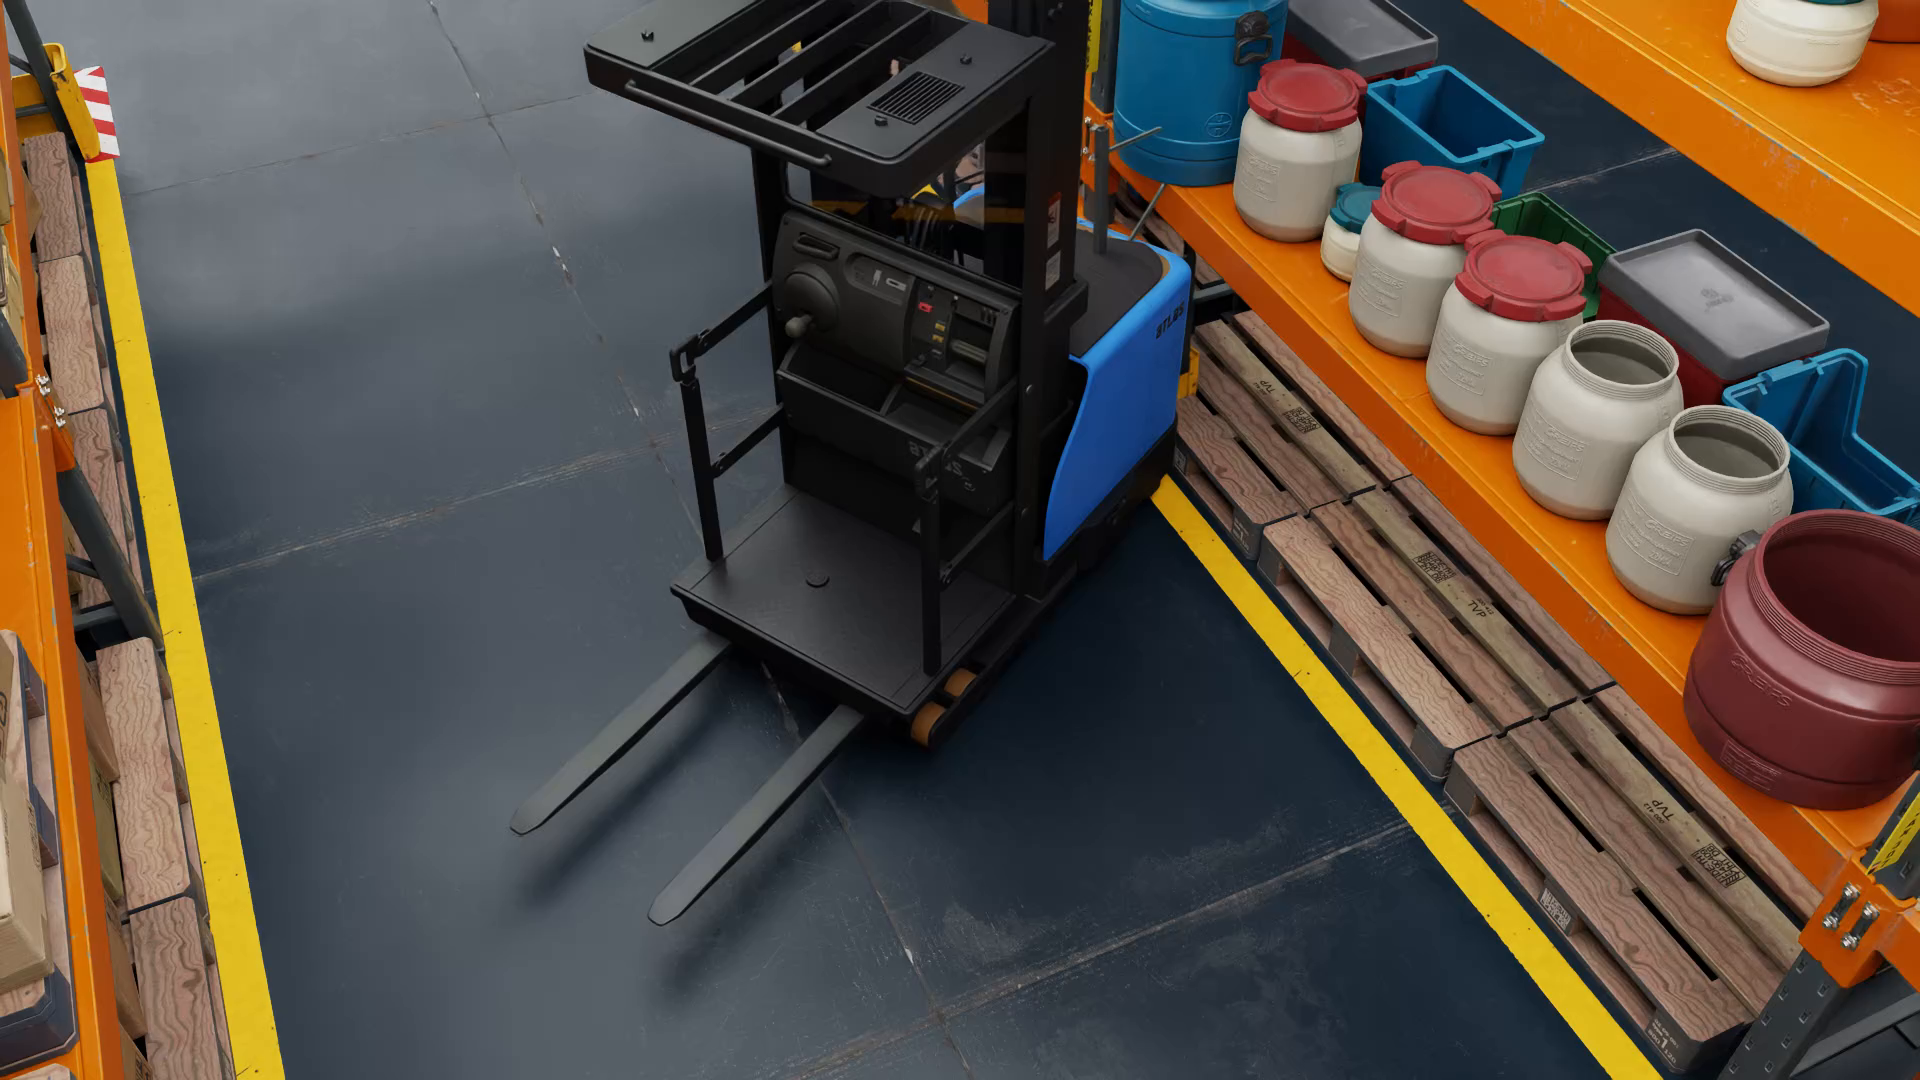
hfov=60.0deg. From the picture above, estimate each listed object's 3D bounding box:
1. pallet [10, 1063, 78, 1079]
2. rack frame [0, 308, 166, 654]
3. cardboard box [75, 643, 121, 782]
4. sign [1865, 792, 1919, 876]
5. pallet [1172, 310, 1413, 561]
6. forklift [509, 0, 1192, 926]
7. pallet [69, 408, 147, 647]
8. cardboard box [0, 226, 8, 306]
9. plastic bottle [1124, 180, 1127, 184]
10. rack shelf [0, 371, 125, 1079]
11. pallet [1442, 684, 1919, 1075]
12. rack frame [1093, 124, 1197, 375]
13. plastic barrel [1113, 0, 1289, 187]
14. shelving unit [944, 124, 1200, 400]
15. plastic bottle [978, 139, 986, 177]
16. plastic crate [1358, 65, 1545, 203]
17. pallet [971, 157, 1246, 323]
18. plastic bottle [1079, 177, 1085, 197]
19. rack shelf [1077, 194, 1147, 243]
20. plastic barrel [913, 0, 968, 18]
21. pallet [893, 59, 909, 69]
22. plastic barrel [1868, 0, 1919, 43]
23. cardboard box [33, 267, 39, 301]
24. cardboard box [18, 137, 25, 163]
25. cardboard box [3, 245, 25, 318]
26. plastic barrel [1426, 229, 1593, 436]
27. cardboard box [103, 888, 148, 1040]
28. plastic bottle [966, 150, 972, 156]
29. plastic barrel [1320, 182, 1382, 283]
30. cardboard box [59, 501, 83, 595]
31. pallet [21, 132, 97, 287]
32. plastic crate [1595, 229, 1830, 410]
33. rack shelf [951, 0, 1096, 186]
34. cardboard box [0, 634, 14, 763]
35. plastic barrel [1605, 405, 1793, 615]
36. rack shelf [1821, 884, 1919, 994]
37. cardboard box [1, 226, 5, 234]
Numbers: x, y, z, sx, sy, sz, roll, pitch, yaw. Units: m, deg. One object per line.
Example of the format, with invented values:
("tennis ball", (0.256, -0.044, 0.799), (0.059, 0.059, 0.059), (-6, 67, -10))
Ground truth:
("pallet", (-2.212, 1.661, 3.067), (1.213, 0.211, 1.003), (-18, 47, -17))
("rack frame", (-3.497, -0.533, 5.155), (1.000, 3.000, 0.127), (-18, 47, -17))
("cardboard box", (-3.259, 0.597, 5.475), (0.700, 0.500, 0.500), (-22, 49, -20))
("sign", (2.182, 0.662, 3.827), (0.100, 0.325, 0.005), (-18, 47, -17))
("pallet", (1.362, -0.514, 7.121), (1.003, 0.211, 1.213), (-18, 47, -17))
("forklift", (-0.353, -0.683, 5.355), (1.130, 2.935, 3.031), (26, 50, 24))
("pallet", (-3.812, 0.042, 6.557), (1.003, 0.211, 1.213), (-18, 47, -17))
("cardboard box", (-3.631, -0.980, 5.324), (0.875, 0.500, 0.500), (-18, 47, -17))
("plastic bottle", (0.863, -1.875, 8.144), (0.097, 0.271, 0.097), (0, 45, 0))
("rack shelf", (-2.657, 0.997, 4.116), (1.077, 0.370, 4.000), (-18, 47, -17))
("pallet", (2.388, 1.040, 5.545), (1.003, 0.211, 1.213), (-18, 47, -17))
("rack frame", (0.726, -1.031, 6.525), (0.500, 1.500, 0.032), (-27, 50, -22))
("plastic barrel", (0.884, -1.839, 6.121), (0.600, 0.901, 0.708), (-18, 47, -17))
("shelving unit", (0.442, -1.311, 6.825), (0.587, 1.500, 1.083), (-27, 50, -22))
("plastic bottle", (0.183, -1.941, 8.208), (0.152, 0.276, 0.135), (-17, 47, -17))
("plastic crate", (1.742, -1.379, 6.024), (0.392, 0.384, 0.575), (-18, 47, -17))
("pallet", (0.752, -1.444, 8.063), (1.003, 0.211, 1.213), (-18, 47, -17))
("plastic bottle", (0.595, -1.578, 7.786), (0.144, 0.351, 0.185), (-18, 47, -17))
("rack shelf", (0.445, -1.189, 6.957), (0.538, 0.185, 1.000), (-27, 50, -22))
("plastic barrel", (-0.129, -3.093, 9.221), (0.421, 0.512, 0.421), (0, 45, 0))
("pallet", (-0.274, -2.999, 9.639), (1.003, 0.211, 1.213), (-18, 47, -17))
("plastic barrel", (2.255, -1.672, 3.867), (0.600, 0.830, 0.708), (-18, 47, -17))
("cardboard box", (-4.403, -1.164, 7.275), (0.500, 0.500, 0.500), (-14, 46, -14))
("cardboard box", (-4.932, -1.939, 8.060), (0.500, 0.500, 0.500), (-10, 45, -10))
("cardboard box", (-3.408, -0.833, 5.637), (0.380, 0.149, 0.250), (-18, 47, -17))
("plastic barrel", (1.690, -0.627, 5.153), (0.433, 0.535, 0.433), (0, 45, 0))
("cardboard box", (-2.840, 1.263, 4.800), (0.700, 0.500, 0.500), (-22, 49, -21))
("plastic bottle", (0.065, -2.072, 8.343), (0.097, 0.271, 0.097), (0, 45, 0))
("plastic barrel", (1.414, -1.058, 5.785), (0.301, 0.262, 0.301), (0, 45, 0))
("cardboard box", (-3.629, -0.060, 6.156), (0.500, 0.500, 0.500), (-19, 48, -19))
("pallet", (-4.838, -1.513, 8.133), (1.003, 0.211, 1.213), (-18, 47, -17))
("plastic crate", (2.276, -0.590, 5.167), (0.402, 0.464, 0.583), (-18, 47, -17))
("rack shelf", (0.155, -3.014, 8.182), (1.077, 0.370, 4.000), (-18, 47, -17))
("cardboard box", (-2.685, 0.358, 3.879), (0.797, 0.503, 0.637), (-14, 46, -13))
("plastic barrel", (2.052, -0.079, 4.615), (0.421, 0.512, 0.421), (0, 45, 0))
("rack shelf", (3.519, 2.084, 3.015), (1.077, 0.370, 4.000), (-18, 47, -17))
("cardboard box", (-3.652, -1.141, 5.949), (0.380, 0.149, 0.250), (-18, 47, -17))
